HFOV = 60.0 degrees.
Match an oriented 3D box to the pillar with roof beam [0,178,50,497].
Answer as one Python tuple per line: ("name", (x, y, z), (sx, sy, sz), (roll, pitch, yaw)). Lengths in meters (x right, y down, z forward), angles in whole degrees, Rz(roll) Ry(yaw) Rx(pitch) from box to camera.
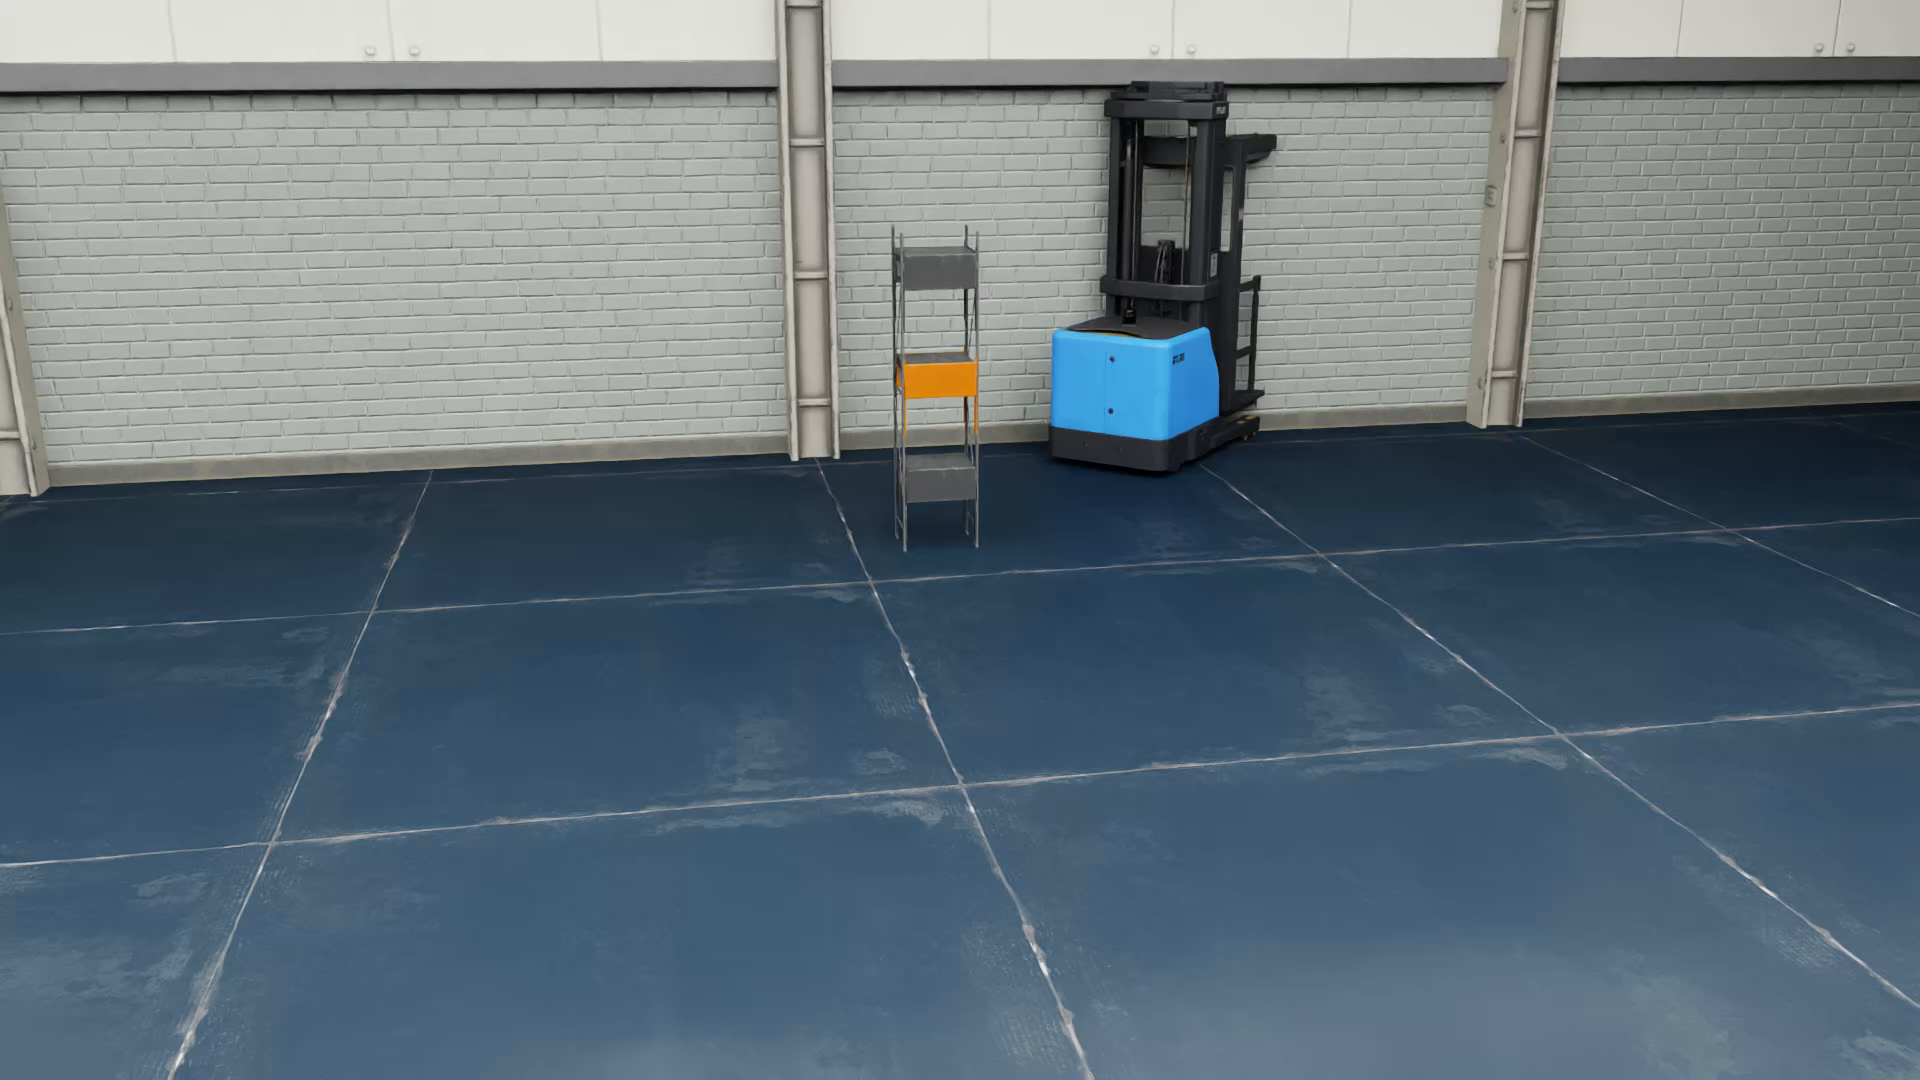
("pillar with roof beam", (-6.266, -3.420, 7.121), (0.400, 9.000, 9.100), (-3, 17, -10))

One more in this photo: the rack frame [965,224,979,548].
("rack frame", (0.077, -1.008, 11.018), (0.015, 2.100, 0.400), (-3, 17, -10))

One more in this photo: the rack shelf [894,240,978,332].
("rack shelf", (-0.163, -1.651, 10.772), (0.480, 0.518, 0.431), (-3, 17, -10))

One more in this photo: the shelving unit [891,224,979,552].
("shelving unit", (-0.163, -0.995, 10.973), (0.503, 2.100, 0.431), (-3, 17, -10))

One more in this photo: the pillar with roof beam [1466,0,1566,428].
("pillar with roof beam", (5.516, -4.089, 9.297), (0.400, 9.000, 9.100), (-3, 17, -10))

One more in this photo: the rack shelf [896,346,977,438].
("rack shelf", (-0.163, -0.981, 10.978), (0.480, 0.518, 0.431), (-3, 17, -10))

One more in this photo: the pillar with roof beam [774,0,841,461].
("pillar with roof beam", (-0.375, -3.754, 8.209), (0.400, 9.000, 9.100), (-3, 17, -10))

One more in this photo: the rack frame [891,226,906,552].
("rack frame", (-0.402, -0.981, 10.929), (0.015, 2.100, 0.400), (-3, 17, -10))

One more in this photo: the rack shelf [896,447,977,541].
("rack shelf", (-0.163, -0.312, 11.183), (0.480, 0.518, 0.431), (-3, 17, -10))

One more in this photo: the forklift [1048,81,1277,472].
("forklift", (1.910, -2.308, 13.833), (1.130, 2.935, 3.031), (10, 20, 30))
